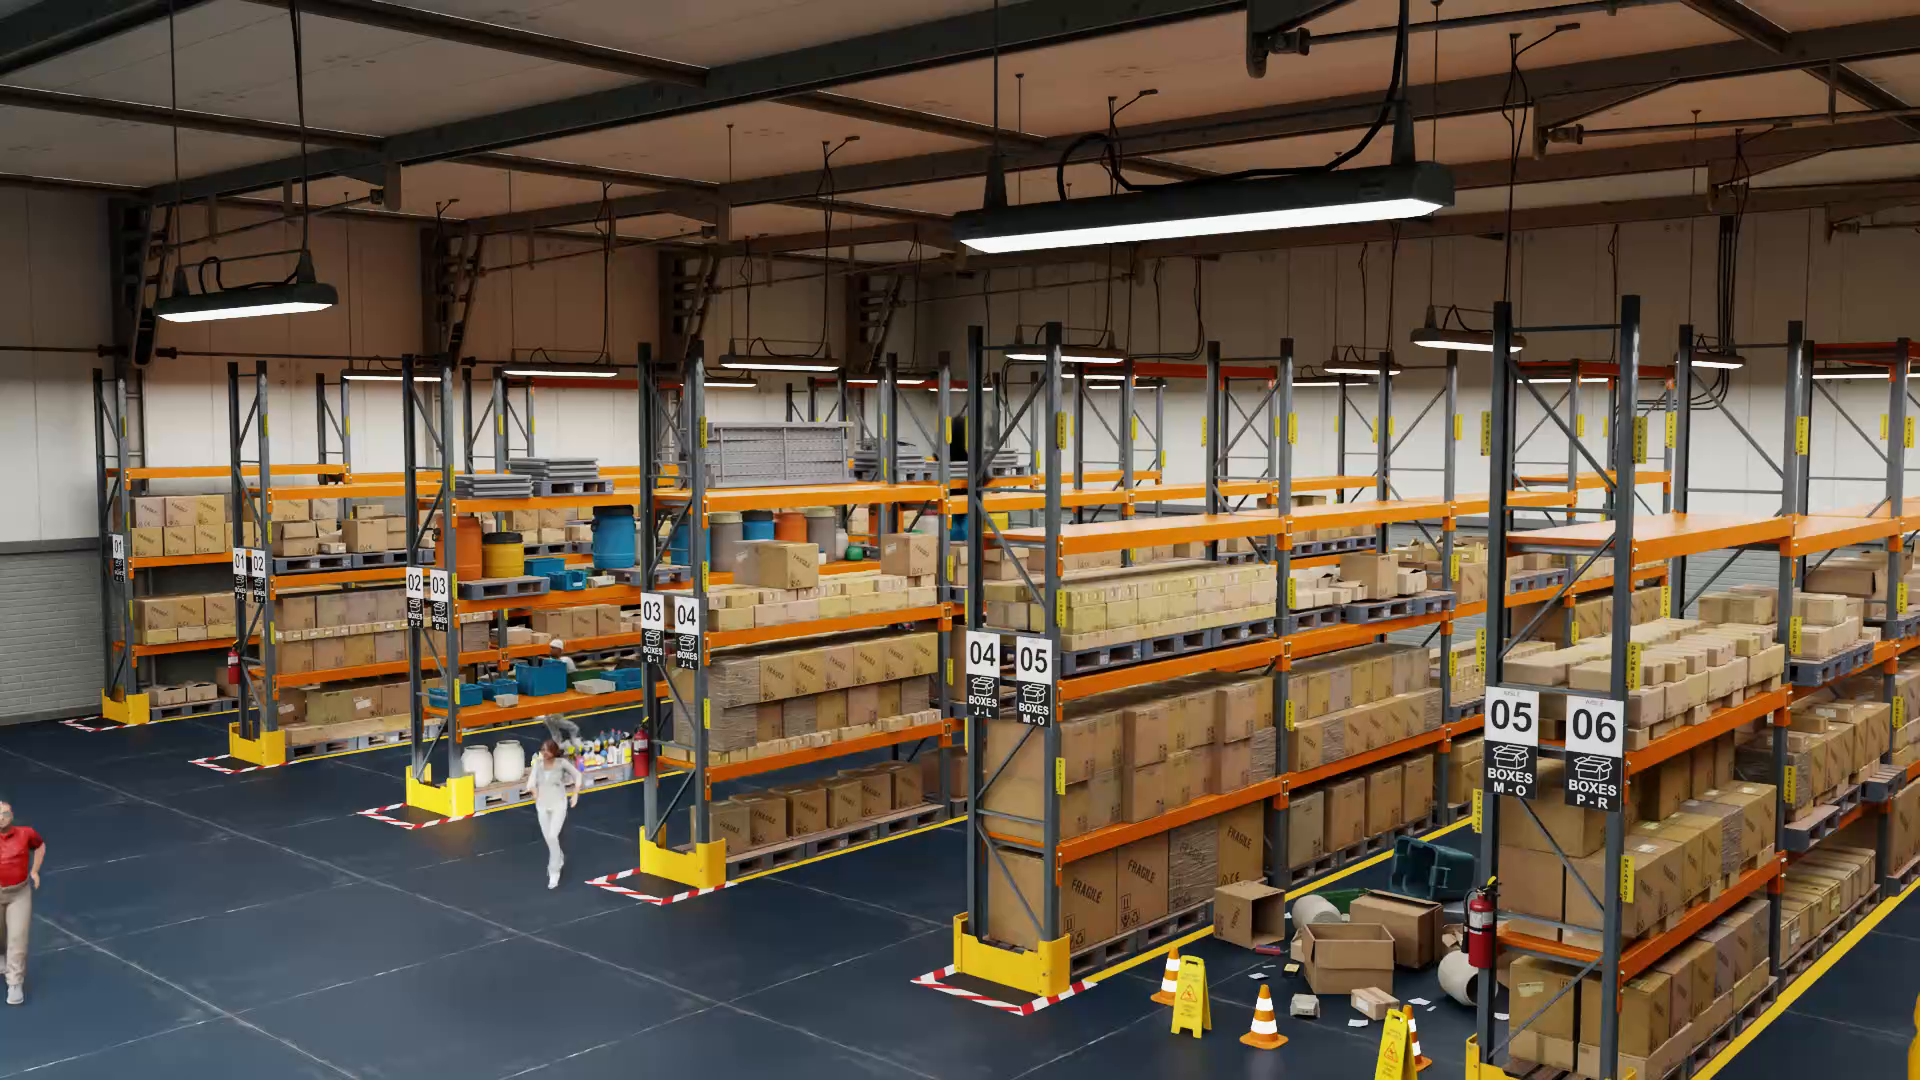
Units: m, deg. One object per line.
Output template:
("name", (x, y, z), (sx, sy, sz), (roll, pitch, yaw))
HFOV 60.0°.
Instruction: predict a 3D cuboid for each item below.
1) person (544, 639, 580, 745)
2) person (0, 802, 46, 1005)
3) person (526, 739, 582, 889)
("person", (-6.218, 2.399, 25.781), (0.665, 1.736, 0.590), (3, 5, 38))
("person", (-8.563, 3.205, 14.926), (0.664, 1.726, 0.954), (-2, 5, -30))
("person", (-4.517, 3.023, 18.462), (0.557, 1.665, 0.713), (1, 4, 10))
